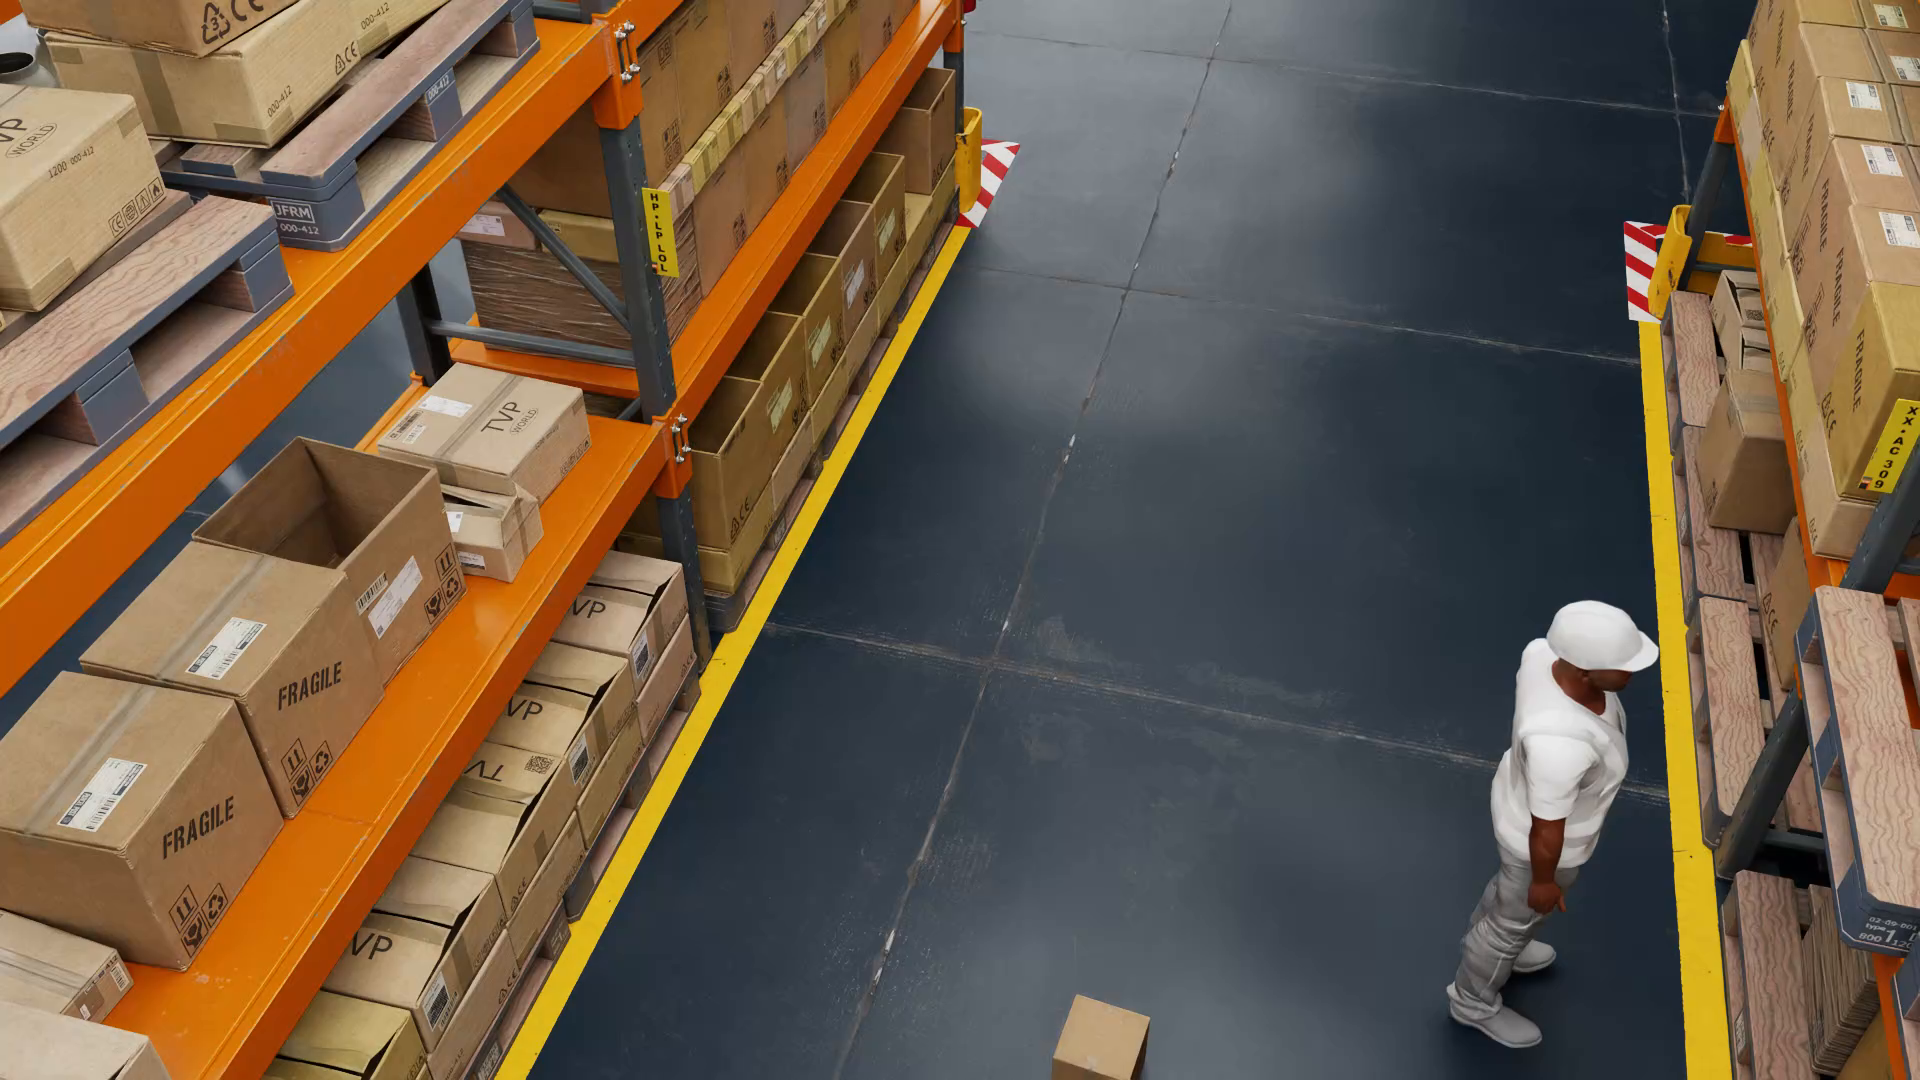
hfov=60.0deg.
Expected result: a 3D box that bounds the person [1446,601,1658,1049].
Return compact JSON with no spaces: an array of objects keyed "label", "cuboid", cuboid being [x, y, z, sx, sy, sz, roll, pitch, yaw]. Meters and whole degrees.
[{"label":"person","cuboid":[1.824,0.873,5.133,0.411,1.775,0.565,9,42,11]}]
